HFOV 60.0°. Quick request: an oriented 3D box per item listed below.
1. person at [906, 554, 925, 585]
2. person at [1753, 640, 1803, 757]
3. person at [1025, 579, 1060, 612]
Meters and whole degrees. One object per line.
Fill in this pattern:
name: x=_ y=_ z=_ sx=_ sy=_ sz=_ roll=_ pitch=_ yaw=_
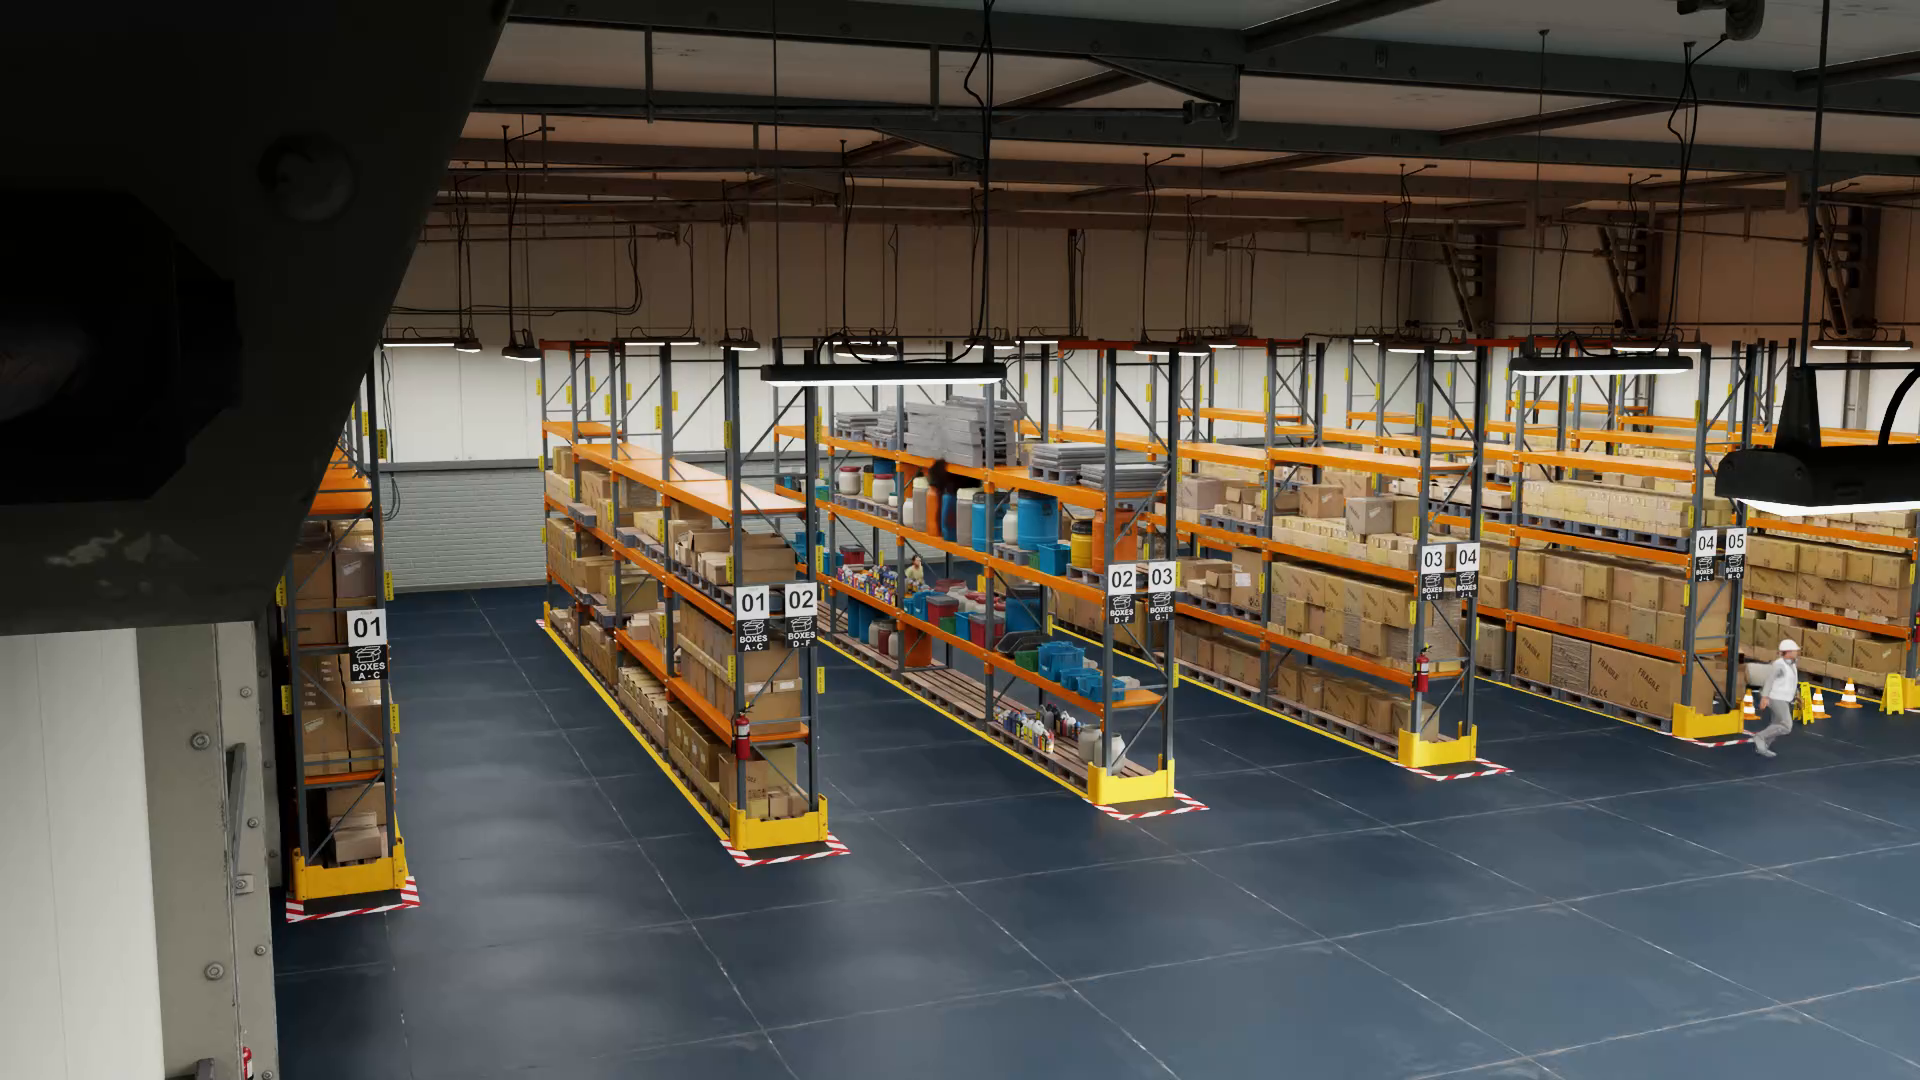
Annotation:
person: x=-0.958 y=1.073 z=34.236 sx=0.512 sy=1.616 sz=0.914 roll=-5 pitch=9 yaw=-32
person: x=11.983 y=2.315 z=24.329 sx=0.566 sy=1.752 sz=0.645 roll=6 pitch=10 yaw=40
person: x=1.629 y=1.213 z=32.817 sx=0.648 sy=1.706 sz=0.803 roll=-2 pitch=8 yaw=-16
